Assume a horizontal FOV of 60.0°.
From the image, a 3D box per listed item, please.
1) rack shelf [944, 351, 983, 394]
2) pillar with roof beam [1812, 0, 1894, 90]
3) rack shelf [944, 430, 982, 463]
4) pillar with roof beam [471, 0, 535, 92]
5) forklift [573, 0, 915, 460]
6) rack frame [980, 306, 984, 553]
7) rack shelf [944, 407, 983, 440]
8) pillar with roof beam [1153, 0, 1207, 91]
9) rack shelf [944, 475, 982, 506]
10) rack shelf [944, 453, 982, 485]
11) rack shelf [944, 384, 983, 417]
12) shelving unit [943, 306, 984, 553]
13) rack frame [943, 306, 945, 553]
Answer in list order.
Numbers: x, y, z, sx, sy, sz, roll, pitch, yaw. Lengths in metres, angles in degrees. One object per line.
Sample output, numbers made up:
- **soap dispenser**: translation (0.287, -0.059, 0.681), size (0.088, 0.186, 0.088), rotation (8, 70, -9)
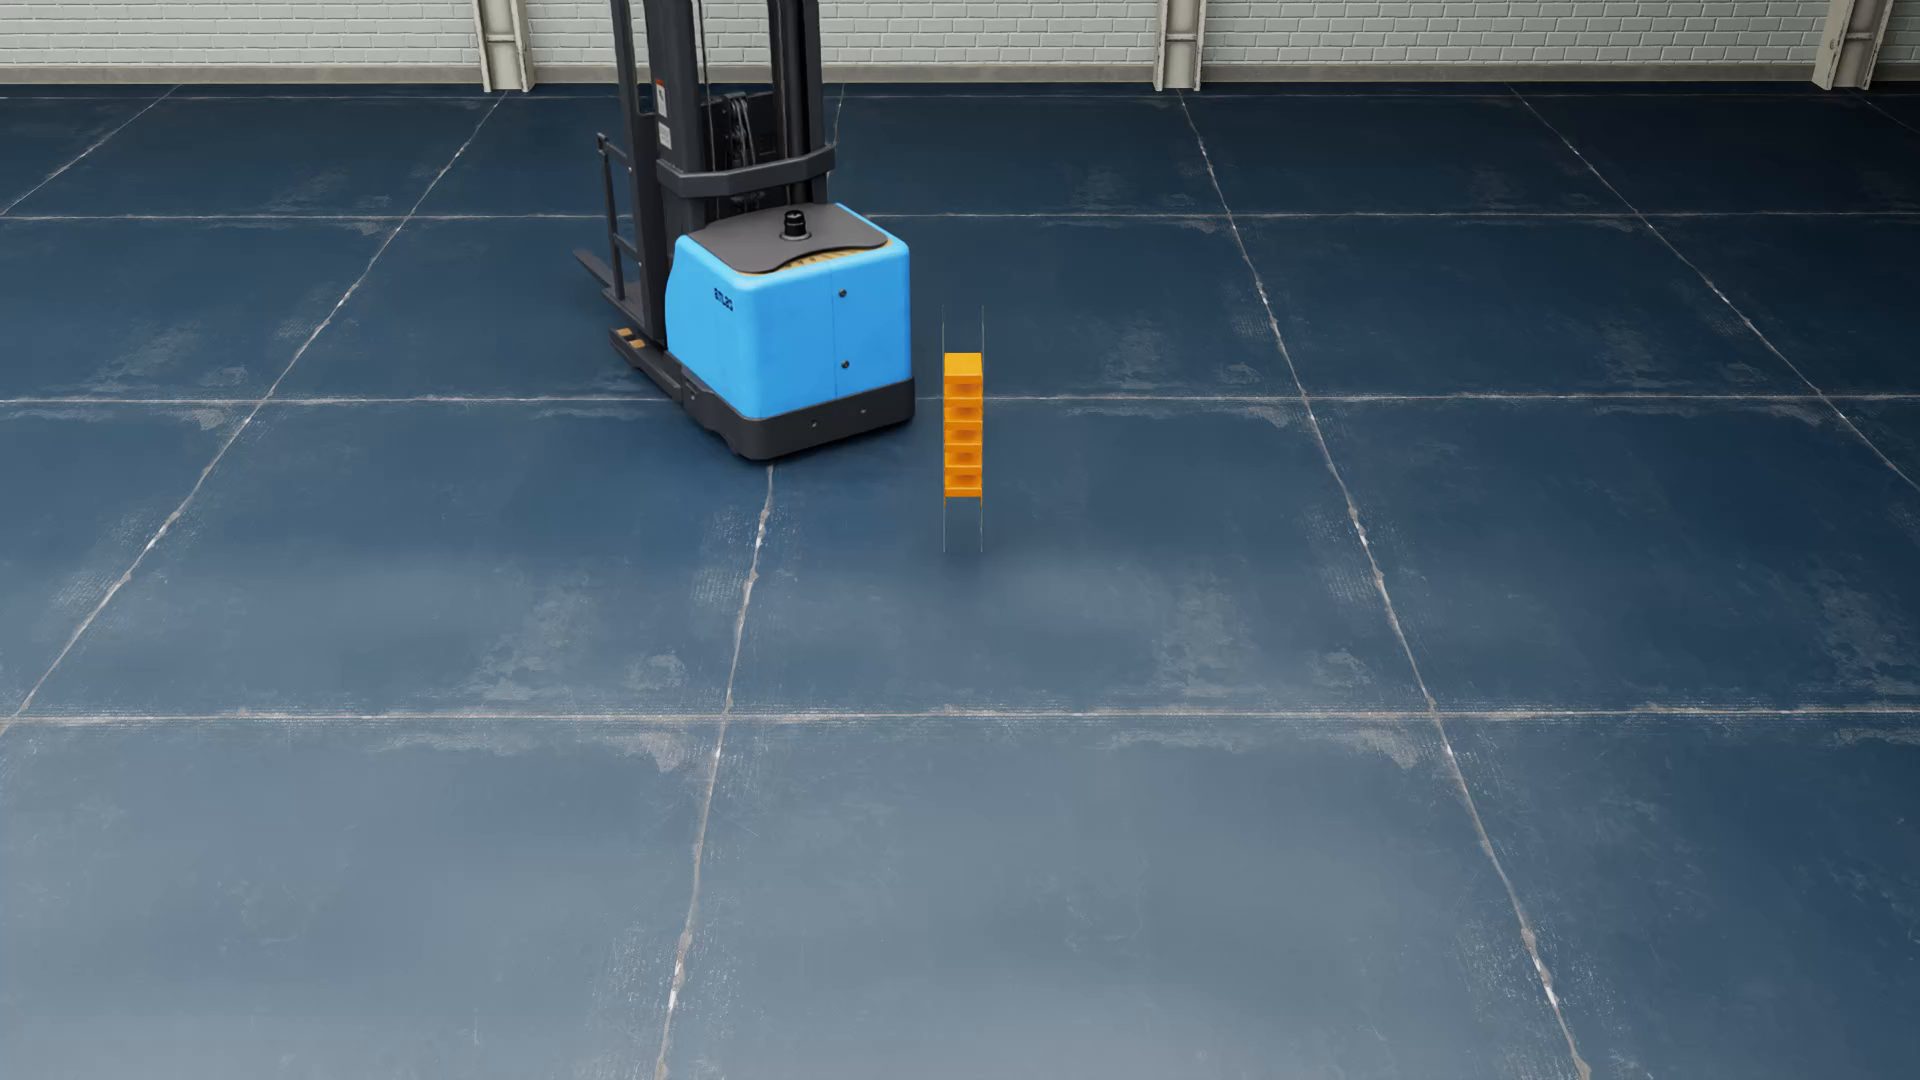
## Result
- **rack shelf**: translation (0.014, -0.783, 7.775), size (0.180, 0.103, 0.258), rotation (0, 31, 0)
- **pillar with roof beam**: translation (7.977, -5.732, 9.021), size (0.400, 9.000, 9.100), rotation (0, 31, 0)
- **rack shelf**: translation (0.014, -0.475, 7.962), size (0.180, 0.103, 0.258), rotation (0, 31, 0)
- **pillar with roof beam**: translation (-4.023, -5.694, 8.960), size (0.400, 9.000, 9.100), rotation (0, 31, 0)
- **forklift**: translation (-1.464, -2.402, 9.384), size (1.130, 2.935, 3.031), rotation (-18, 36, -27)
- **rack frame**: translation (0.106, -0.513, 7.939), size (0.006, 1.200, 0.240), rotation (0, 31, 0)
- **rack shelf**: translation (0.014, -0.578, 7.900), size (0.180, 0.103, 0.258), rotation (0, 31, 0)
- **pillar with roof beam**: translation (1.977, -5.713, 8.990), size (0.400, 9.000, 9.100), rotation (0, 31, 0)
- **rack shelf**: translation (0.014, -0.270, 8.086), size (0.180, 0.103, 0.258), rotation (0, 31, 0)
- **rack shelf**: translation (0.014, -0.372, 8.024), size (0.180, 0.103, 0.258), rotation (0, 31, 0)
- **rack shelf**: translation (0.014, -0.680, 7.837), size (0.180, 0.103, 0.258), rotation (0, 31, 0)
- **shelving unit**: translation (0.014, -0.513, 7.939), size (0.189, 1.200, 0.258), rotation (0, 31, 0)
- **rack frame**: translation (-0.077, -0.513, 7.938), size (0.006, 1.200, 0.240), rotation (0, 31, 0)
